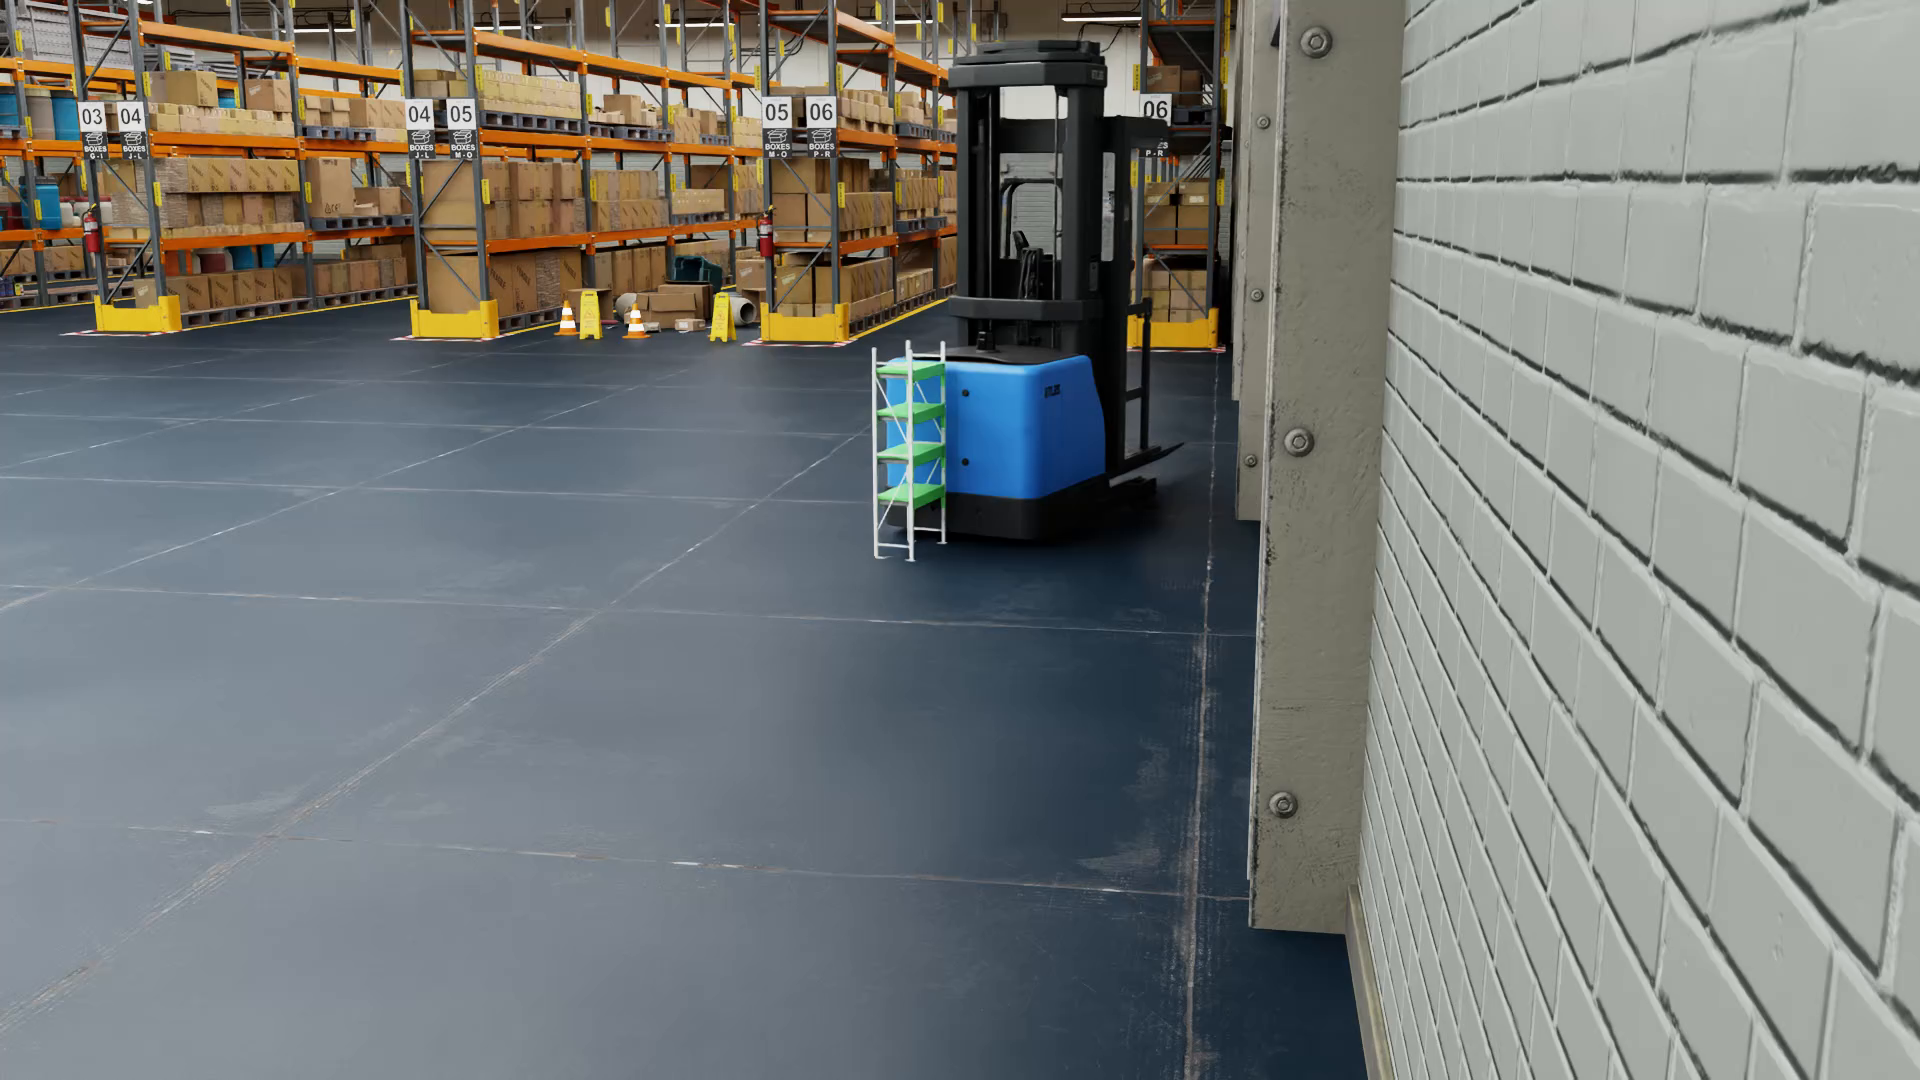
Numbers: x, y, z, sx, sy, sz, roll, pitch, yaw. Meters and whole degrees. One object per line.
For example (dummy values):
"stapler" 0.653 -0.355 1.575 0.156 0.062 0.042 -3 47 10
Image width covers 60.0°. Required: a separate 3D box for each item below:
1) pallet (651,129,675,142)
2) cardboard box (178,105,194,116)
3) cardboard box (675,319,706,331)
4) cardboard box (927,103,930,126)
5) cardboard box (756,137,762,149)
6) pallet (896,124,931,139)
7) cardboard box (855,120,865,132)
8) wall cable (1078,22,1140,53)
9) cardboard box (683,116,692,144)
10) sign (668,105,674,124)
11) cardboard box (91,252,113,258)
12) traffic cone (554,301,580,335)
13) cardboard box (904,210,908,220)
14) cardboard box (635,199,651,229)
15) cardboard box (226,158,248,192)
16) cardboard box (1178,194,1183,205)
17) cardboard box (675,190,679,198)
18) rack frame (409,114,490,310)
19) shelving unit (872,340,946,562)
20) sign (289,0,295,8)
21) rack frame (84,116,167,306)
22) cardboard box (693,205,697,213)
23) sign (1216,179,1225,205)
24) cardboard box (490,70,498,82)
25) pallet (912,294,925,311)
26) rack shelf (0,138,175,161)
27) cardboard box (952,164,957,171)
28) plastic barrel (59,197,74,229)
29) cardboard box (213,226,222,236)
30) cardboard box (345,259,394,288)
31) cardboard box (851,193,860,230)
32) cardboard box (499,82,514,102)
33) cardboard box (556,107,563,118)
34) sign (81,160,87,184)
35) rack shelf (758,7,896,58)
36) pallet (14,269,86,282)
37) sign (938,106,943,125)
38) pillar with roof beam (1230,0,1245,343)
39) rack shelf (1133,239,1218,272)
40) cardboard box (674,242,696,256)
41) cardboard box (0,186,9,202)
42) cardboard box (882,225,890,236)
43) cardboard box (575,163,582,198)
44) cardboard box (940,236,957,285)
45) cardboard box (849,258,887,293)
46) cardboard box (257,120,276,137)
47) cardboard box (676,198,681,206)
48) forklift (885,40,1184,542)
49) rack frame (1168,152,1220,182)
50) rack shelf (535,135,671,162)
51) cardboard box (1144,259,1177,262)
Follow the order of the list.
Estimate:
"pallet" -5.840 -7.218 29.693 1.213 0.211 1.003 2 12 11
"cardboard box" -11.473 -6.295 24.375 0.380 0.149 0.250 2 12 11
"cardboard box" -3.911 -3.119 24.115 0.380 0.149 0.250 10 15 38
"cardboard box" -0.922 -7.773 30.587 0.700 0.500 0.500 1 12 6
"cardboard box" -4.594 -8.614 36.080 0.500 0.250 0.500 2 12 11
"pallet" -1.145 -6.723 27.395 1.213 0.211 1.003 2 12 9
"cardboard box" -1.550 -5.846 23.476 0.380 0.149 0.250 2 12 9
"wall cable" 4.430 -11.527 42.030 2.988 3.039 0.133 2 12 9
"cardboard box" -5.372 -7.709 31.288 0.500 0.500 0.500 2 12 9
"sign" -5.246 -7.718 30.149 0.100 0.325 0.005 2 12 9
"cardboard box" -19.929 -6.500 38.374 0.500 0.311 0.500 2 12 9
"traffic cone" -5.539 -3.139 23.459 0.336 0.463 0.334 2 12 9
"cardboard box" -1.057 -5.246 26.817 0.380 0.149 0.250 2 12 10
"cardboard box" -5.752 -5.718 29.169 0.500 0.500 0.500 2 12 8
"cardboard box" -11.325 -5.597 25.527 0.500 0.500 0.500 2 12 9
"cardboard box" 3.072 -4.496 21.960 0.380 0.149 0.250 2 12 9
"cardboard box" -5.492 -6.499 31.216 0.380 0.149 0.250 2 12 7
"rack frame" -7.023 -4.314 22.892 1.000 3.000 0.127 2 12 9
"shelving unit" -0.287 -0.521 9.564 0.258 1.200 0.503 5 13 21
"sign" -10.760 -8.735 26.761 0.100 0.325 0.005 2 12 9
"rack frame" -11.909 -4.496 23.735 1.000 3.000 0.127 2 12 9
"cardboard box" -5.323 -6.425 32.284 0.380 0.149 0.250 2 12 9
"sign" 3.336 -4.457 21.314 0.100 0.325 0.005 2 12 9
"cardboard box" -6.618 -6.413 22.980 0.380 0.149 0.250 2 12 9
"pallet" -1.198 -4.061 28.337 1.003 0.211 1.213 2 12 9
"rack shelf" -15.880 -7.020 30.035 1.077 0.370 4.000 2 12 9
"cardboard box" 0.034 -7.585 33.918 0.380 0.149 0.250 2 12 8
"plastic barrel" -15.824 -5.748 29.220 0.433 0.535 0.433 0 12 0
"cardboard box" -11.444 -4.685 25.210 0.380 0.149 0.250 2 12 9
"cardboard box" -10.834 -4.898 30.492 0.700 0.500 0.500 1 12 4
"cardboard box" -1.693 -4.567 23.120 0.500 0.500 0.500 2 12 10
"cardboard box" -6.619 -6.305 23.424 0.500 0.250 0.500 2 12 8
"cardboard box" -6.265 -6.499 25.271 0.380 0.149 0.250 2 12 9
"sign" -12.454 -5.239 23.683 0.100 0.325 0.005 2 12 9
"rack shelf" -1.809 -7.171 23.621 1.077 0.370 4.000 2 12 9
"pallet" -19.939 -5.782 36.322 1.003 0.211 1.213 2 12 9
"sign" -0.351 -7.541 29.519 0.100 0.325 0.005 2 12 9
"pillar with roof beam" -0.468 -7.203 22.055 9.100 9.000 0.400 2 12 9
"rack shelf" 3.096 -4.079 23.510 1.077 0.370 4.000 2 12 9
"cardboard box" -5.370 -5.571 31.879 0.500 0.250 0.500 2 12 8
"cardboard box" -20.152 -7.056 34.381 0.700 0.500 0.500 4 13 19
"cardboard box" -1.281 -4.756 25.537 0.380 0.149 0.250 2 12 10
"cardboard box" -6.499 -5.672 26.275 0.875 0.550 0.550 2 12 9
"cardboard box" -0.557 -5.333 31.668 0.875 0.875 0.875 2 12 9
"cardboard box" -1.404 -3.997 25.172 0.500 0.500 0.500 2 12 10
"cardboard box" -11.196 -6.510 26.316 0.500 0.250 0.500 2 12 10
"cardboard box" -5.481 -6.358 31.269 0.380 0.149 0.250 2 12 11
"forklift" 0.669 -1.689 10.872 1.130 2.935 3.031 6 14 27
"rack frame" 4.634 -6.513 33.094 1.000 3.000 0.127 2 12 9
"rack shelf" -6.101 -6.678 28.447 1.077 0.370 4.000 2 12 9
"cardboard box" 3.019 -4.107 25.086 0.500 0.250 0.500 2 12 8
